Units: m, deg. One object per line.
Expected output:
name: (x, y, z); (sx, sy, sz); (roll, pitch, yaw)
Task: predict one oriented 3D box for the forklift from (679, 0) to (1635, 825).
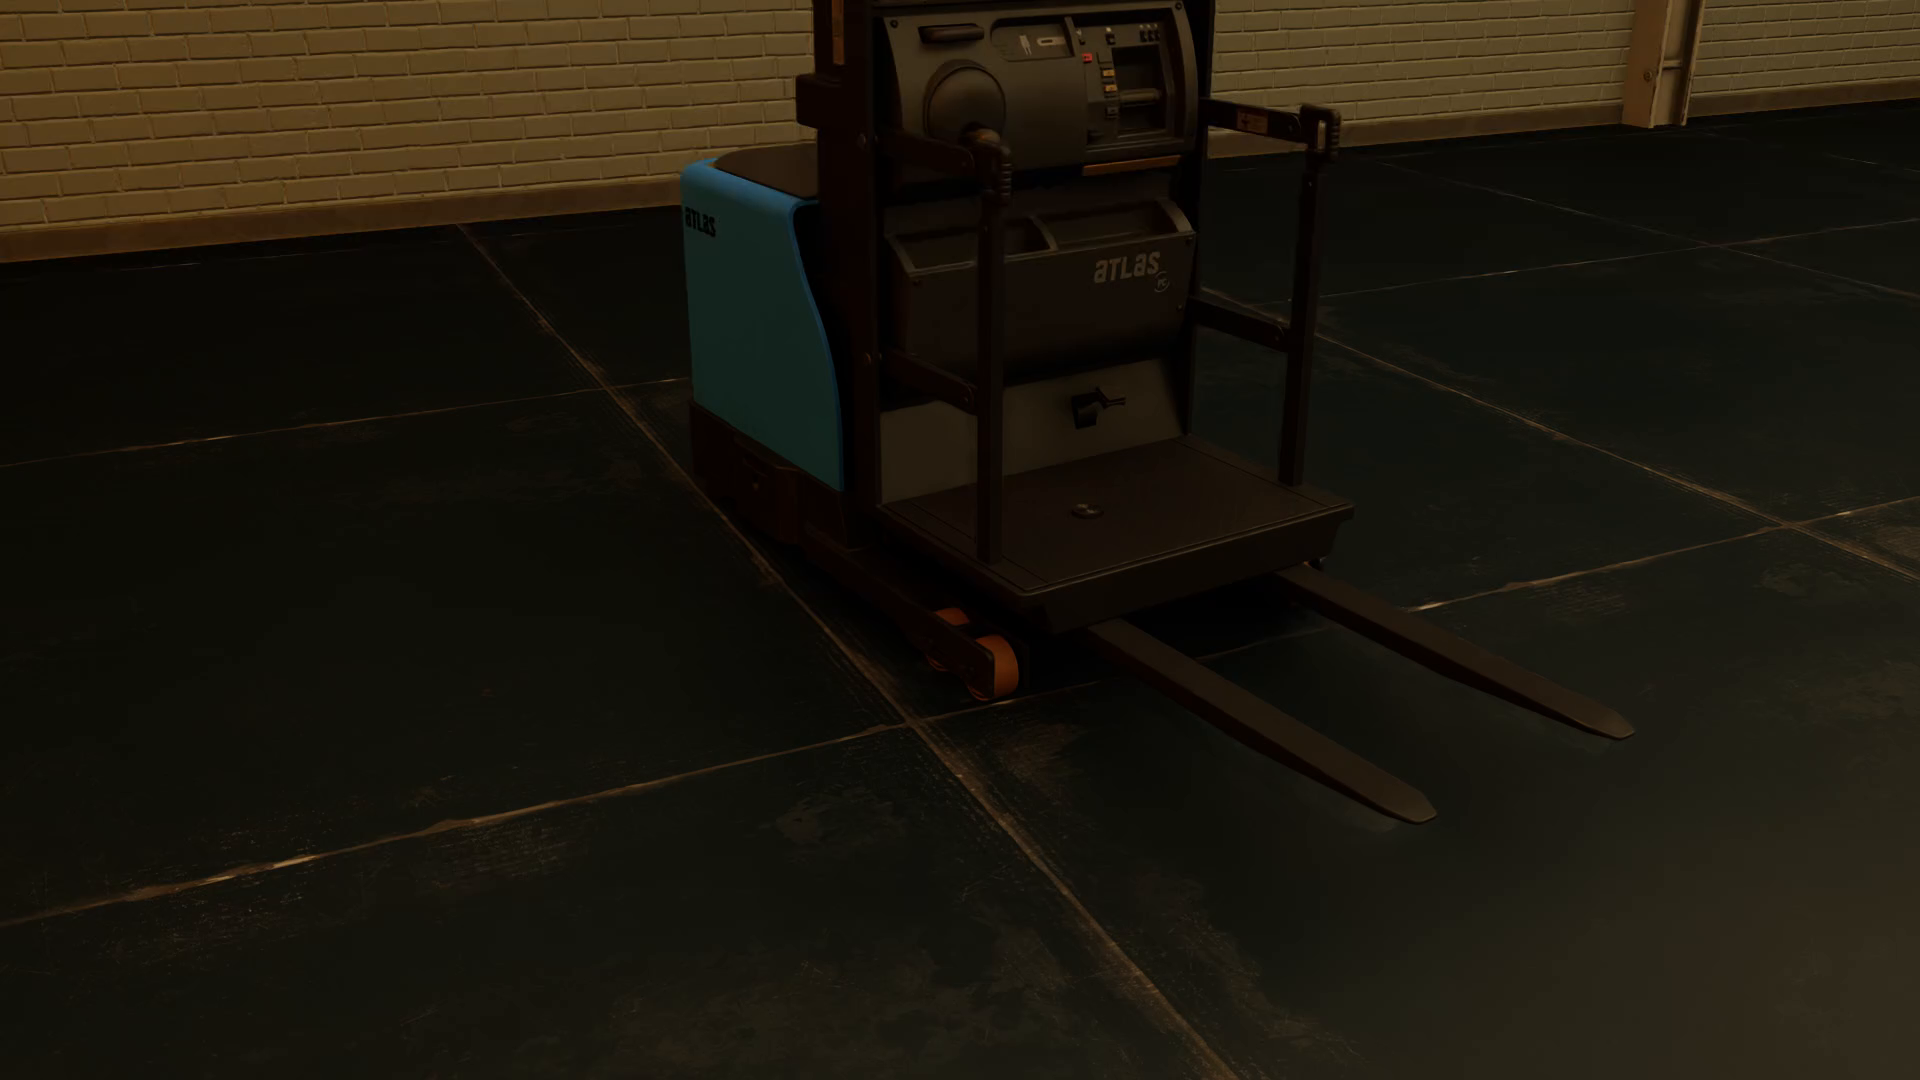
forklift: (0.341, -1.158, 4.074); (1.130, 2.935, 3.031); (-14, 26, -30)
